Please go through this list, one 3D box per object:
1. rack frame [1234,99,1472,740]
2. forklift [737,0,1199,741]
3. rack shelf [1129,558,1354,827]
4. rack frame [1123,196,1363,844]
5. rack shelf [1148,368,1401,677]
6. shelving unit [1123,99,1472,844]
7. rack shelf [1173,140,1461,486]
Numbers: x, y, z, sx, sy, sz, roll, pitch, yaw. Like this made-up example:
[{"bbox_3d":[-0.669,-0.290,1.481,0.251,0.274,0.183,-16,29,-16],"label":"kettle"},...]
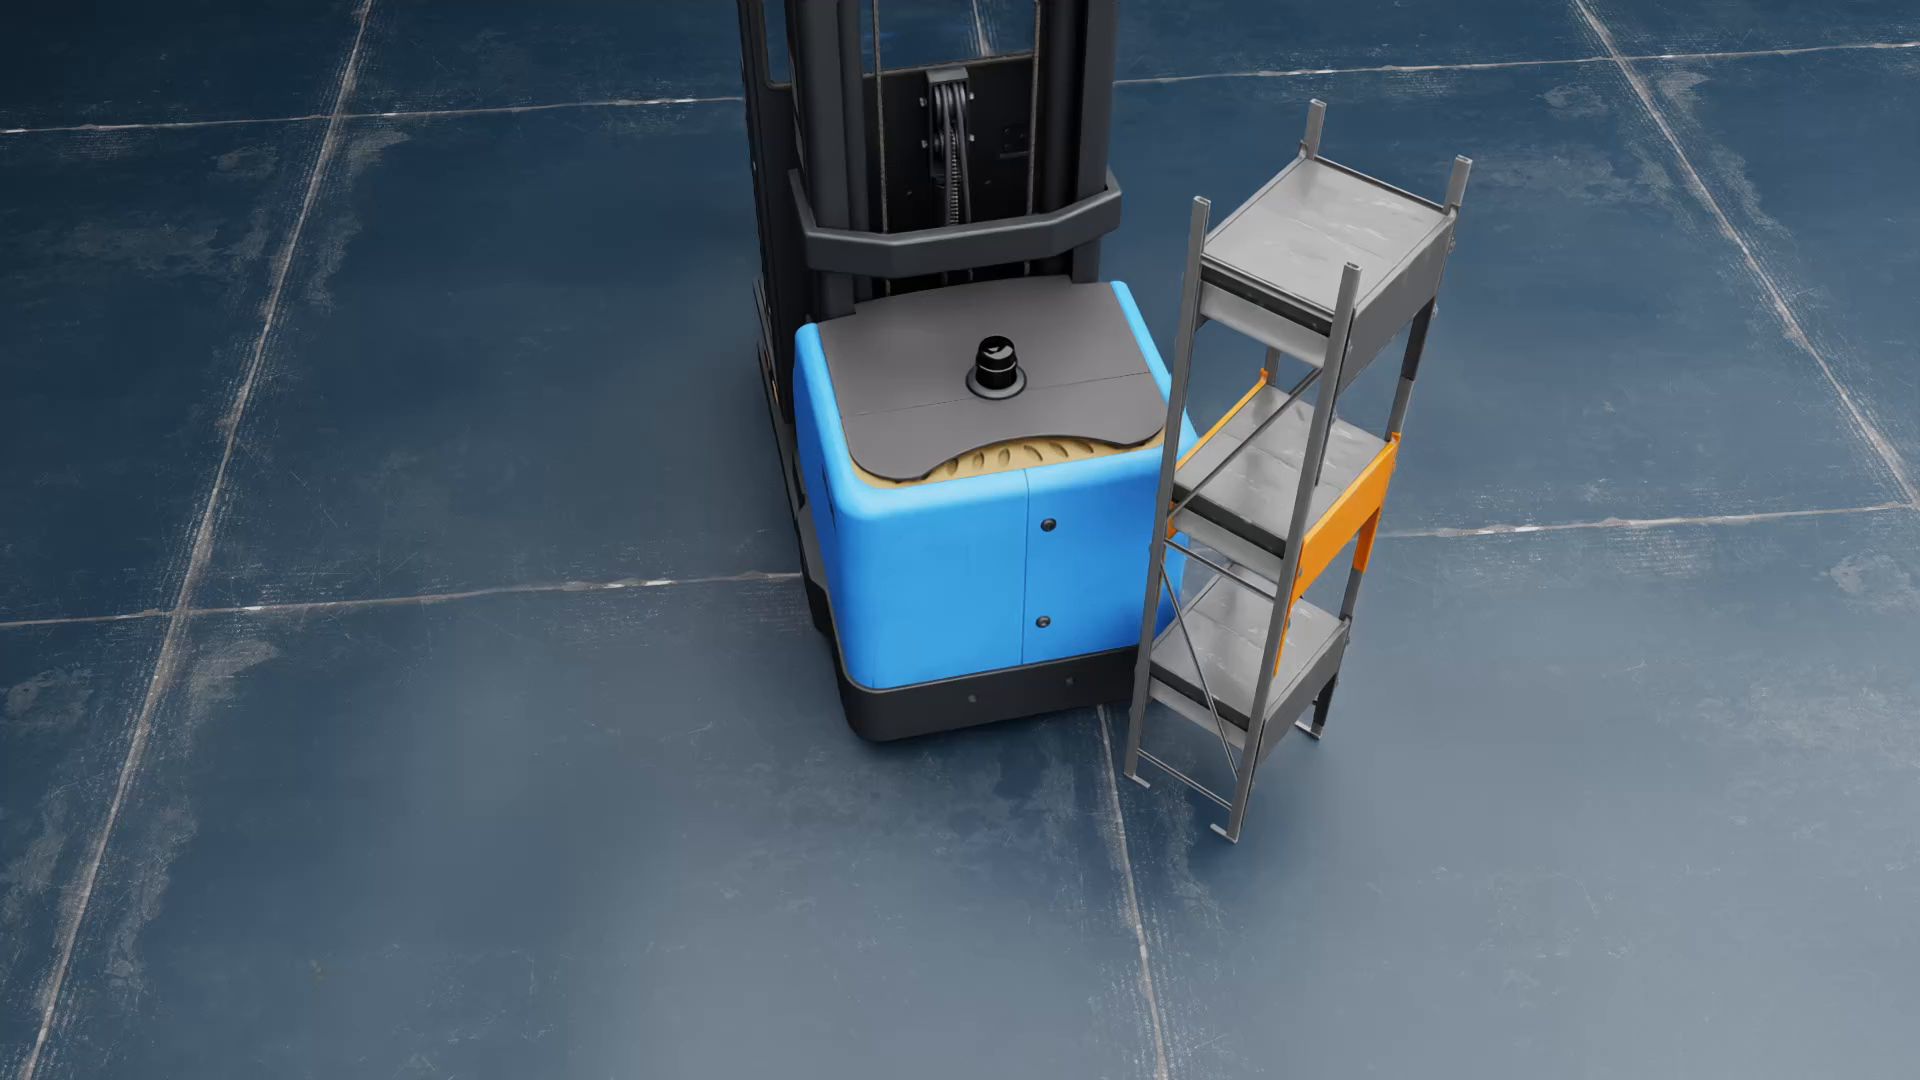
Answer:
[{"bbox_3d":[0.963,-0.197,4.490,0.400,2.100,0.015,30,53,25],"label":"rack frame"},{"bbox_3d":[-0.141,-1.485,5.138,1.130,2.935,3.031,-9,47,-9],"label":"forklift"},{"bbox_3d":[0.811,0.433,4.877,0.431,0.518,0.480,30,53,25],"label":"rack shelf"},{"bbox_3d":[0.659,0.080,4.228,0.400,2.100,0.015,30,53,25],"label":"rack frame"},{"bbox_3d":[0.811,-0.049,4.369,0.431,0.518,0.480,30,53,25],"label":"rack shelf"},{"bbox_3d":[0.811,-0.058,4.359,0.431,2.100,0.503,30,53,25],"label":"shelving unit"},{"bbox_3d":[0.811,-0.530,3.861,0.431,0.518,0.480,30,53,25],"label":"rack shelf"}]
